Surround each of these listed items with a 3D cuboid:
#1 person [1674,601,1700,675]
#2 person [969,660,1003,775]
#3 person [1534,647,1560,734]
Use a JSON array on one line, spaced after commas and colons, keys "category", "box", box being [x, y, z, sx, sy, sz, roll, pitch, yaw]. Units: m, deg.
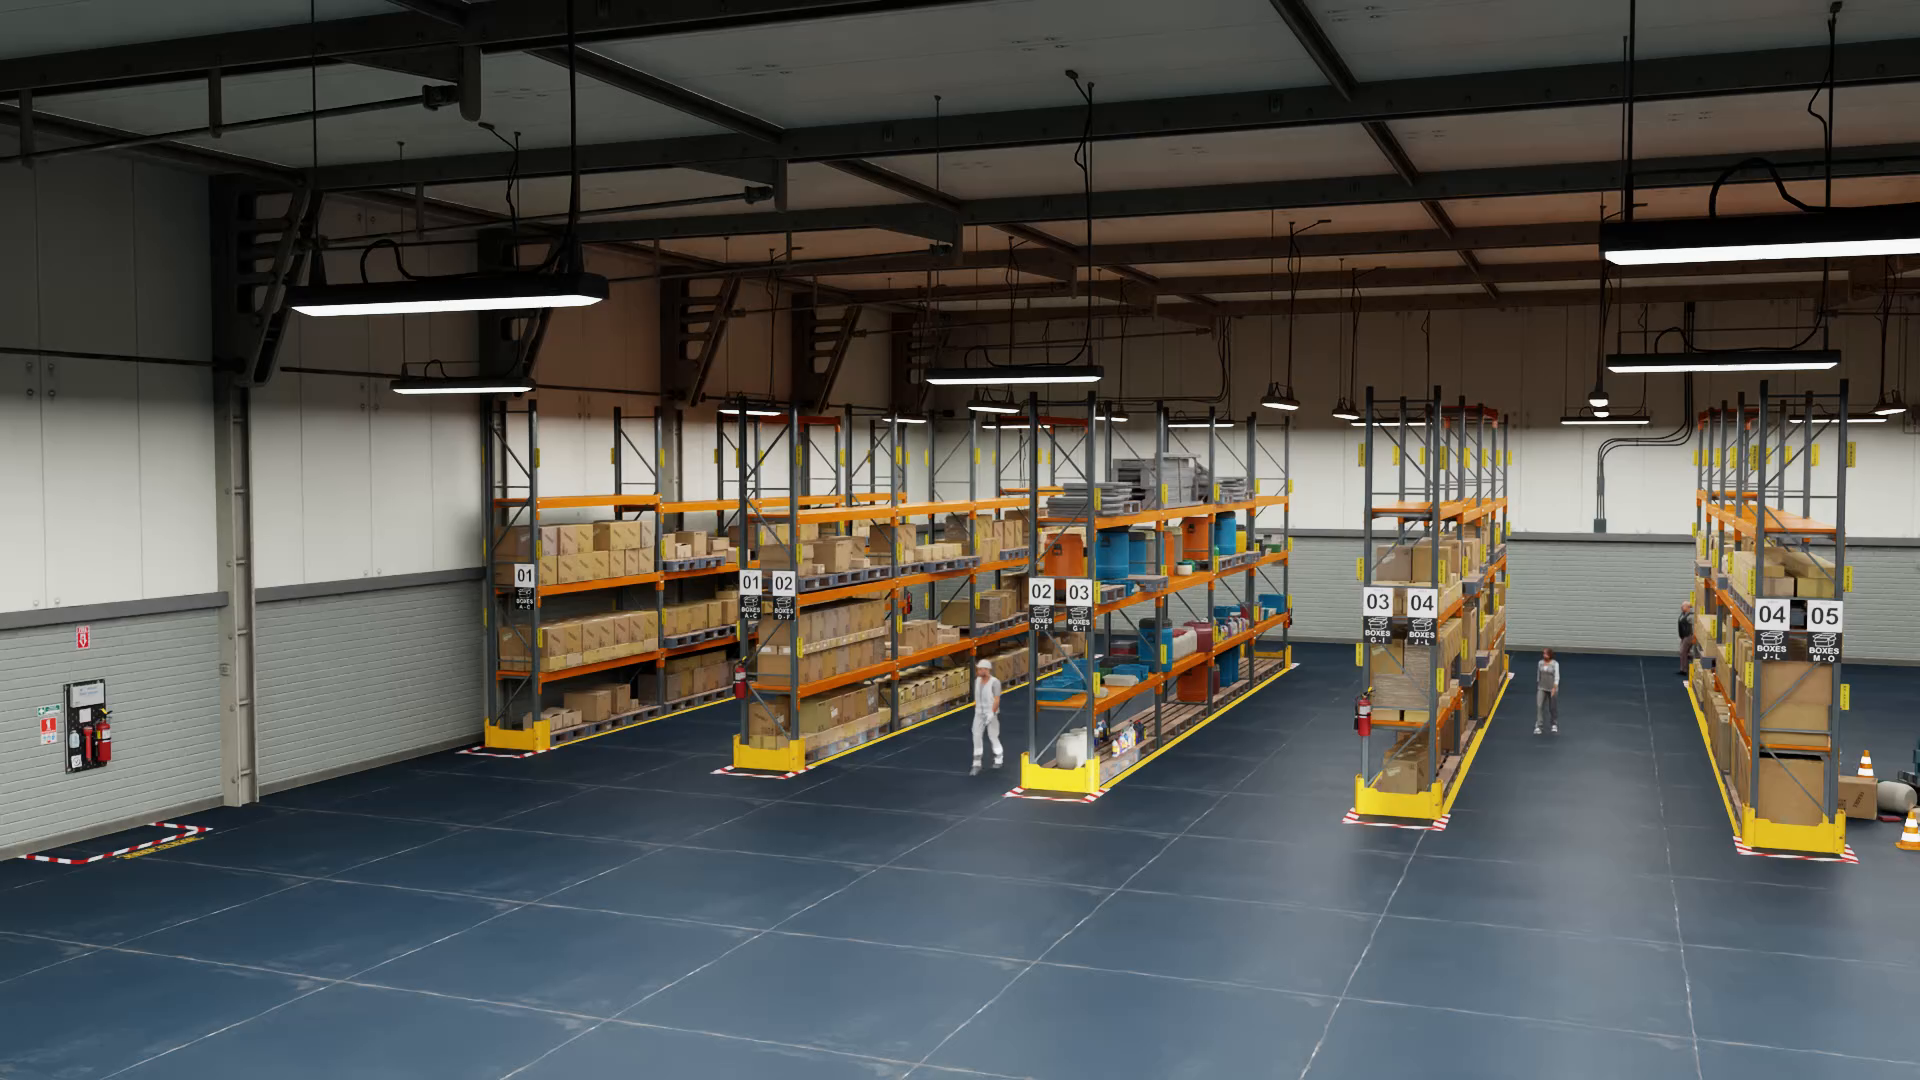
[{"category": "person", "box": [16.845, 2.256, 38.351, 0.803, 1.699, 0.544, 0, 3, 1]}, {"category": "person", "box": [0.389, 2.818, 26.499, 0.564, 1.818, 0.759, 2, 3, 34]}, {"category": "person", "box": [10.612, 2.721, 30.063, 0.432, 1.552, 0.903, 2, 3, 35]}]
